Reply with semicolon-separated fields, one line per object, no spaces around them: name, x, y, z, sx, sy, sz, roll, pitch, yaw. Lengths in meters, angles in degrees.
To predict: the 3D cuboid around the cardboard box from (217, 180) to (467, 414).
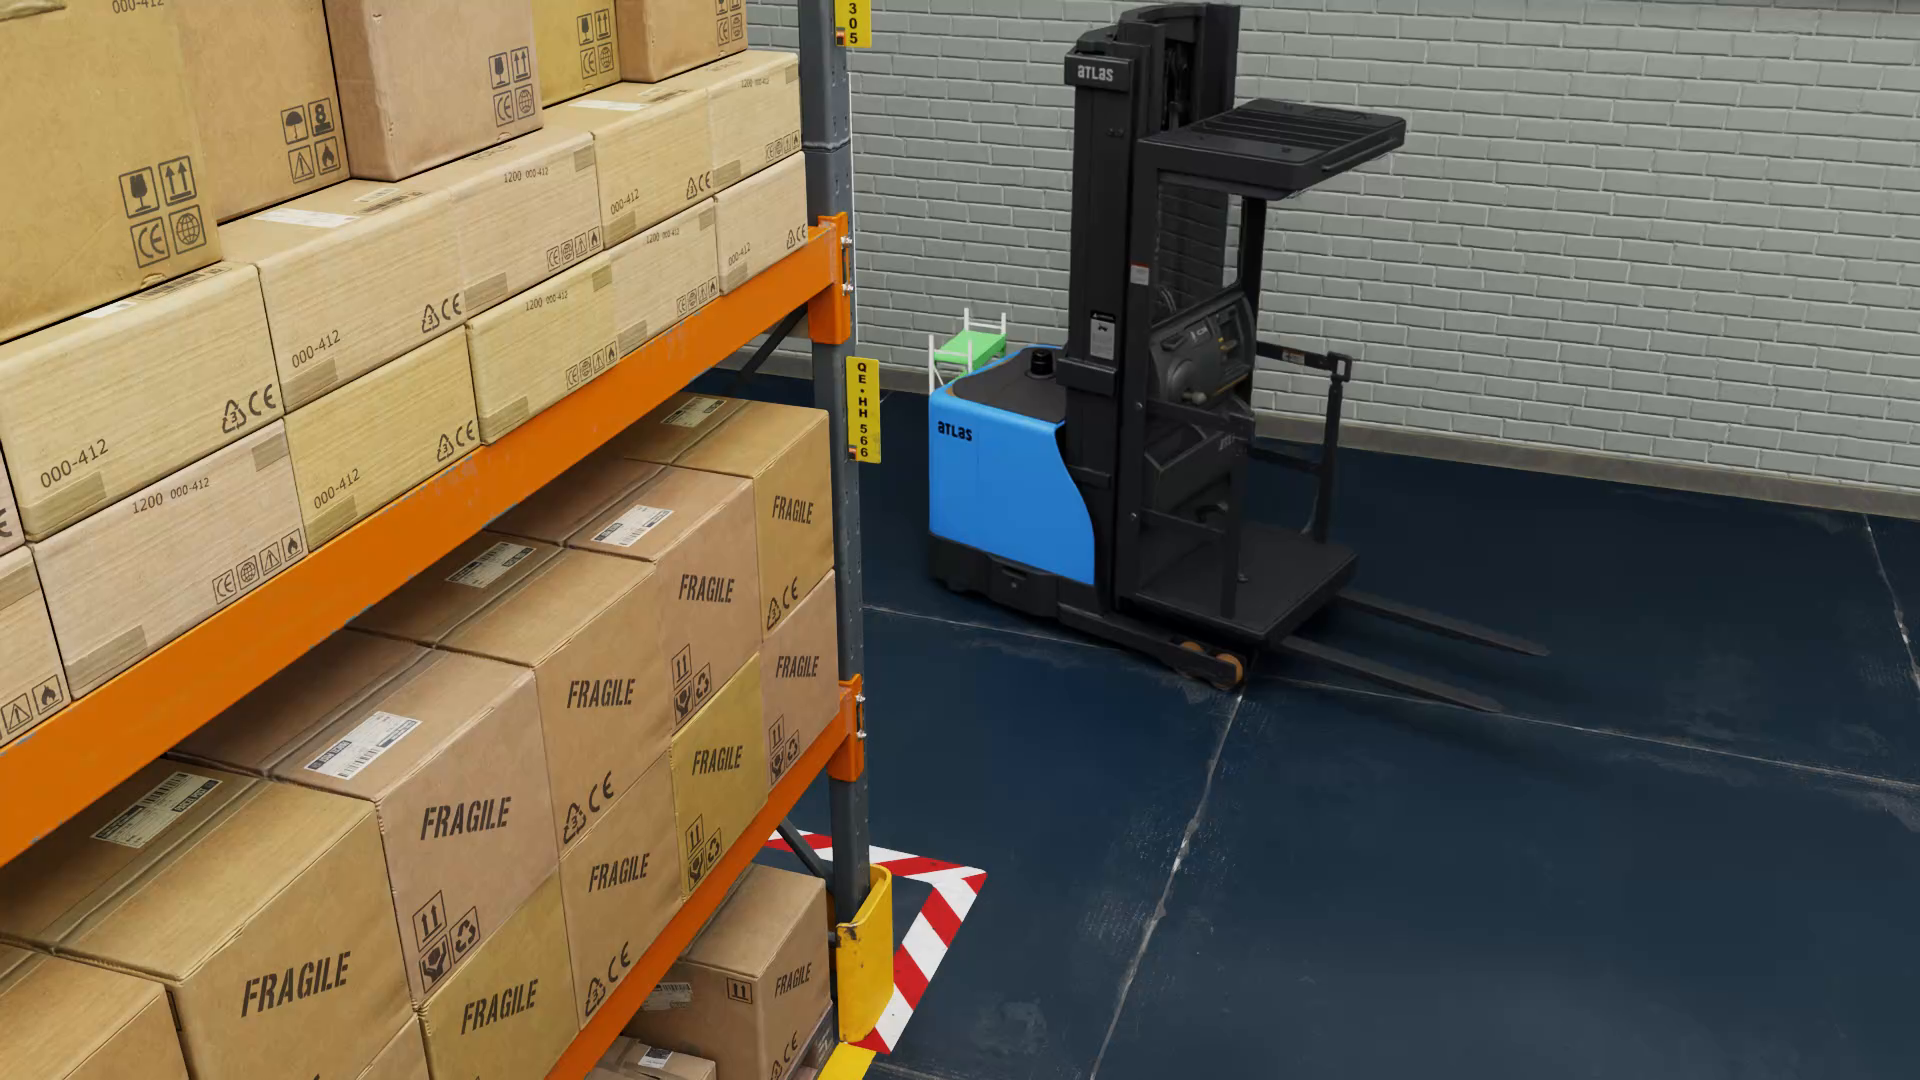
cardboard box;-1.228;-0.450;2.893;0.500;0.250;0.500;9;27;17

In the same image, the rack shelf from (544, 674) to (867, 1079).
rack shelf;-1.467;1.338;3.869;1.077;0.370;4.000;9;27;17

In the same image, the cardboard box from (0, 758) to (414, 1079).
cardboard box;-1.367;0.765;2.965;0.500;0.500;0.500;8;27;16

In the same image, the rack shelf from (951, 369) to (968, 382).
rack shelf;0.045;-0.771;9.062;0.258;0.148;0.480;10;28;20

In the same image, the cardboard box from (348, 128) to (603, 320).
cardboard box;-1.068;-0.656;3.320;0.500;0.250;0.500;9;27;17

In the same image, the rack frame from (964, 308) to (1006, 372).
rack frame;0.138;-0.711;9.342;0.240;1.200;0.015;10;28;20

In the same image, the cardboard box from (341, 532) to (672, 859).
cardboard box;-1.025;0.342;3.840;0.500;0.500;0.500;10;27;19

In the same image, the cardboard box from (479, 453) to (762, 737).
cardboard box;-0.857;0.128;4.281;0.500;0.500;0.500;10;27;19

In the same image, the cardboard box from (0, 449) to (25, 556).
cardboard box;-1.571;-0.041;2.048;0.500;0.250;0.500;9;27;17

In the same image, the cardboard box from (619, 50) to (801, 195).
cardboard box;-0.732;-1.067;4.168;0.500;0.250;0.500;9;27;17

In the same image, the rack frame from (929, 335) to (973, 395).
rack frame;-0.048;-0.514;8.936;0.240;1.200;0.015;10;28;20

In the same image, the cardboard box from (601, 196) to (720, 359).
cardboard box;-0.900;-0.637;3.853;0.500;0.250;0.500;9;27;17

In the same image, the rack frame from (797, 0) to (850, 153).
rack frame;-0.801;-2.507;4.103;1.000;3.000;0.127;9;27;17

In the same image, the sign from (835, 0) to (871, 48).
sign;-0.284;-1.467;4.380;0.100;0.325;0.005;9;27;17

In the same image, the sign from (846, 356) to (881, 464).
sign;-0.284;-0.382;4.905;0.100;0.325;0.005;9;27;17

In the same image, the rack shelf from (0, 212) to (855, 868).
rack shelf;-1.467;-0.012;3.215;1.077;0.370;4.000;9;27;17

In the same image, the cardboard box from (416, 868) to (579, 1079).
cardboard box;-1.202;0.996;3.636;0.500;0.500;0.500;8;27;17

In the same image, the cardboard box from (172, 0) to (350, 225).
cardboard box;-1.523;-0.833;2.824;0.700;0.500;0.500;9;27;17

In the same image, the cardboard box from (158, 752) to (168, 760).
cardboard box;-1.703;0.472;3.572;0.500;0.500;0.500;8;27;17

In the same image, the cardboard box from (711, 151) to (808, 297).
cardboard box;-0.723;-0.840;4.274;0.500;0.250;0.500;9;27;17

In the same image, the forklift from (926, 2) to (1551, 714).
forklift;1.312;-0.879;7.703;3.031;2.935;1.130;18;31;32

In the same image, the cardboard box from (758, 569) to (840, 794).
cardboard box;-0.693;0.371;4.926;0.500;0.500;0.500;10;27;19

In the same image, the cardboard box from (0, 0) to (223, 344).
cardboard box;-1.546;-0.605;2.354;0.700;0.500;0.500;9;27;17

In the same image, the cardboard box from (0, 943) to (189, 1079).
cardboard box;-1.539;0.977;2.529;0.500;0.500;0.500;8;27;16

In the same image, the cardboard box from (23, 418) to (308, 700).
cardboard box;-1.399;-0.020;2.580;0.500;0.250;0.500;9;27;17

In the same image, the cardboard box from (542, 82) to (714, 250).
cardboard box;-0.898;-0.861;3.743;0.500;0.250;0.500;9;27;17

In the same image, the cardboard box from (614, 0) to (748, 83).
cardboard box;-0.957;-1.439;4.076;0.700;0.500;0.500;9;27;17

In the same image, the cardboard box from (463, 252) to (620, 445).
cardboard box;-1.054;-0.429;3.425;0.500;0.250;0.500;9;27;17

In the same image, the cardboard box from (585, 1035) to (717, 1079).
cardboard box;-0.969;1.682;5.079;0.380;0.166;0.250;9;27;17

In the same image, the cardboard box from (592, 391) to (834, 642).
cardboard box;-0.690;-0.080;4.710;0.500;0.500;0.500;9;27;17

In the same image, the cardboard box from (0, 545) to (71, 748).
cardboard box;-1.567;0.185;2.156;0.500;0.250;0.500;9;27;17

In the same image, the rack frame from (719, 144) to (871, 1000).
rack frame;-0.801;0.193;5.410;1.000;3.000;0.127;9;27;17

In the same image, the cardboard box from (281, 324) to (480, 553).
cardboard box;-1.236;-0.226;3.005;0.500;0.250;0.500;9;27;17

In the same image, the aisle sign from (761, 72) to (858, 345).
aisle sign;-0.489;-0.961;4.810;0.394;0.787;0.004;9;27;17

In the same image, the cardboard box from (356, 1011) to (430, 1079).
cardboard box;-1.370;1.205;3.204;0.500;0.500;0.500;9;27;17

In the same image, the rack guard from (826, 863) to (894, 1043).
rack guard;-0.826;1.349;5.890;1.175;0.500;0.348;9;27;17

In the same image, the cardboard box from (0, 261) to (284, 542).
cardboard box;-1.394;-0.244;2.469;0.500;0.250;0.500;9;27;17

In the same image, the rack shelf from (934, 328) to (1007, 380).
rack shelf;0.045;-0.987;8.957;0.258;0.148;0.480;10;28;20

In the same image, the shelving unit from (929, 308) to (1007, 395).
shelving unit;0.045;-0.613;9.139;0.258;1.200;0.503;10;28;20

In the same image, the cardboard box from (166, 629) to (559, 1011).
cardboard box;-1.196;0.553;3.404;0.500;0.500;0.500;10;27;19

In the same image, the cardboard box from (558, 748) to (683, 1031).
cardboard box;-1.034;0.789;4.063;0.500;0.500;0.500;9;27;18

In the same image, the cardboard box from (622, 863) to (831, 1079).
cardboard box;-0.750;1.379;5.323;0.500;0.500;0.500;9;27;17

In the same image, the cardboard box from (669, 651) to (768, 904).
cardboard box;-0.863;0.585;4.485;0.500;0.500;0.500;9;27;18

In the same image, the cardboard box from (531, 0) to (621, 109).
cardboard box;-1.203;-1.246;3.677;0.700;0.500;0.500;9;27;17

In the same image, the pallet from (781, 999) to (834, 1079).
pallet;-1.091;1.807;5.276;1.003;0.211;1.213;9;27;17

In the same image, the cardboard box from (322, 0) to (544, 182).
cardboard box;-1.268;-1.025;3.220;0.700;0.500;0.500;9;27;17
